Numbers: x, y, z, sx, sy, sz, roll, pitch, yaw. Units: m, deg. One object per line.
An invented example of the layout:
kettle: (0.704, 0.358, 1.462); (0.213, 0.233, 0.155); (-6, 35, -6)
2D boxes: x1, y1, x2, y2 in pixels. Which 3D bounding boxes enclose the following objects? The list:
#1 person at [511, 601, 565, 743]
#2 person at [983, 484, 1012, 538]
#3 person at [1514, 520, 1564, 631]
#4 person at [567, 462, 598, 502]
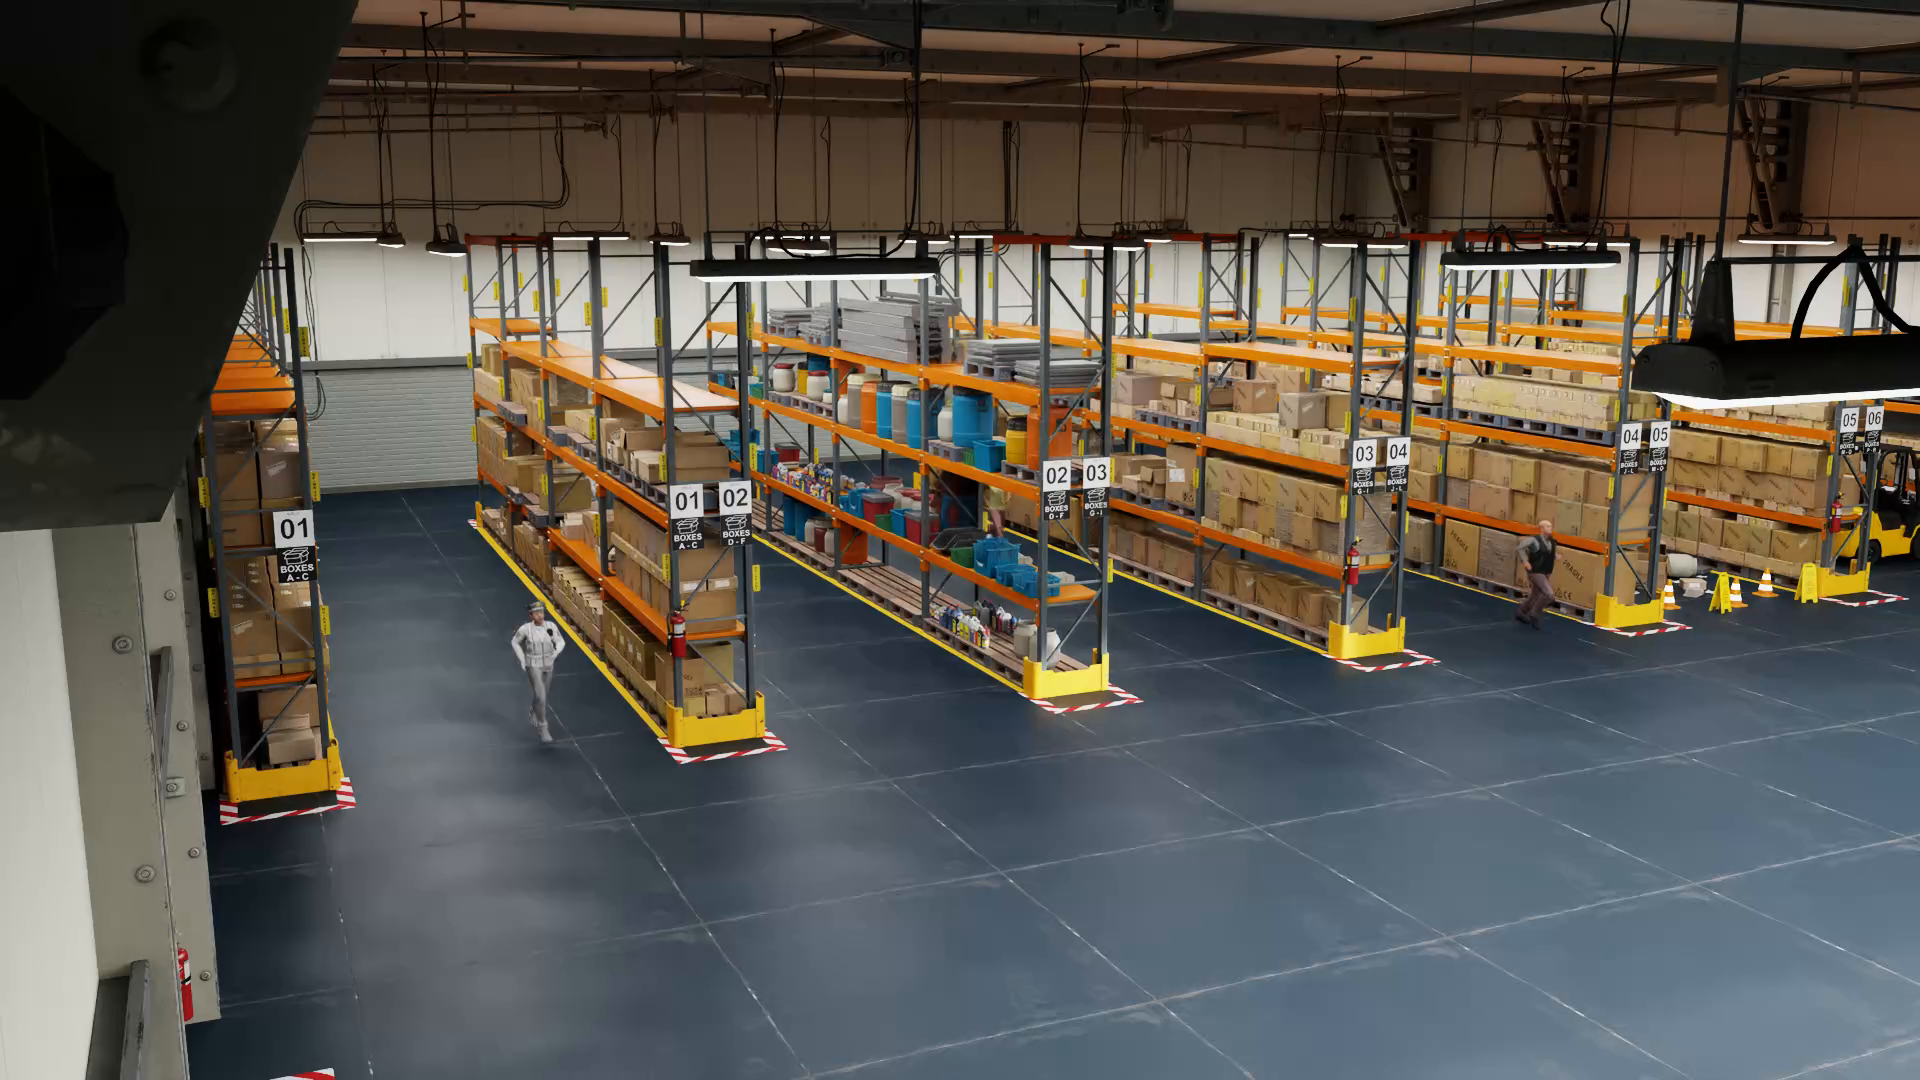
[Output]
person: (-5.189, 1.577, 20.554); (0.605, 1.744, 0.774); (-8, 13, -35)
person: (0.718, -0.577, 31.832); (0.547, 1.677, 1.114); (-5, 12, -25)
person: (9.023, 0.535, 25.910); (0.645, 1.722, 0.757); (-8, 14, -37)
person: (-8.007, -1.374, 35.574); (0.822, 1.744, 0.719); (8, 13, 34)
